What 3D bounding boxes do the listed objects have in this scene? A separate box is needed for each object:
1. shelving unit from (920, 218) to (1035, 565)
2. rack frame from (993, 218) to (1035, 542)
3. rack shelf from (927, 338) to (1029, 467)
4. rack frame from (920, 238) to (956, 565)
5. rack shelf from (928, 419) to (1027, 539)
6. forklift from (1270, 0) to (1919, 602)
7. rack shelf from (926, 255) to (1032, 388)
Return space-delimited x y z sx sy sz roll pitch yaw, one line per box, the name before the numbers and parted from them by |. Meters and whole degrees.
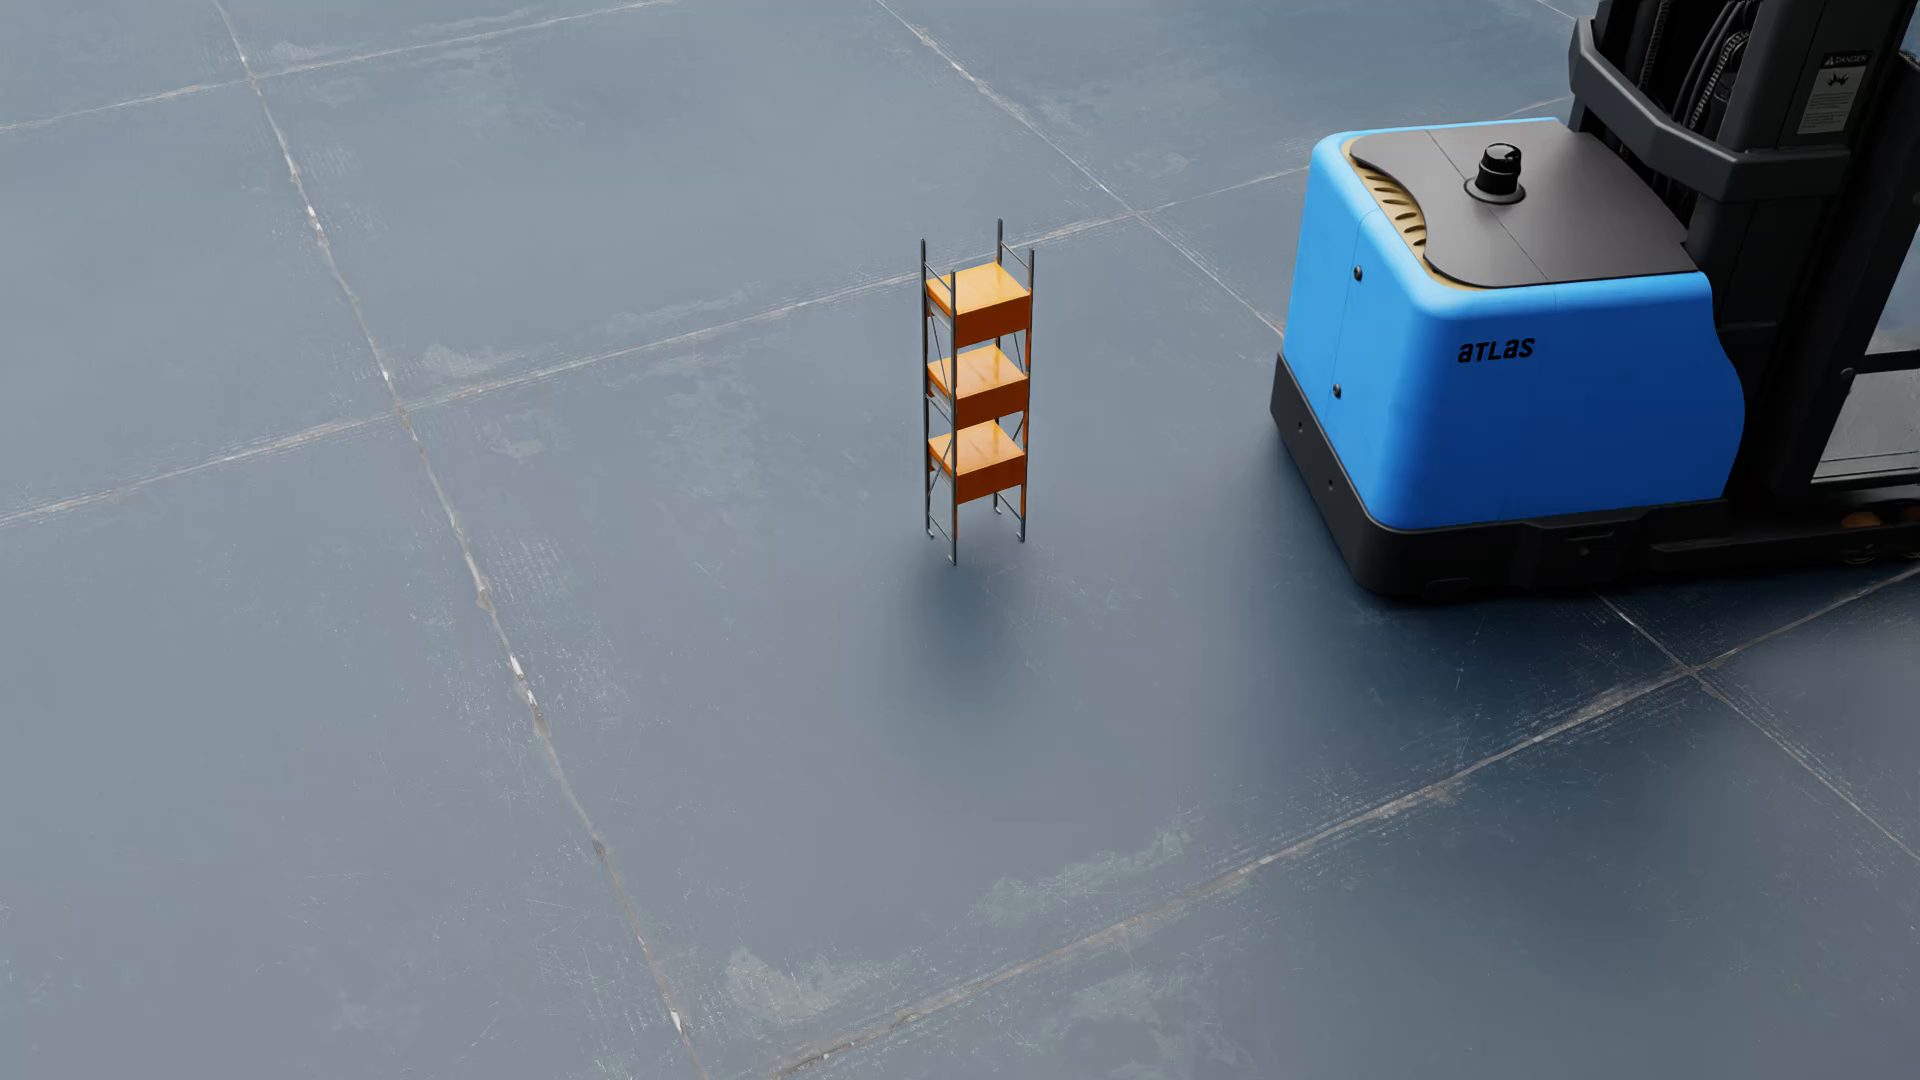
shelving unit | 0.047 -0.417 4.930 0.252 1.050 0.215 -19 44 -21
rack frame | 0.156 -0.453 4.973 0.008 1.050 0.200 -19 44 -21
rack shelf | 0.047 -0.409 4.937 0.240 0.259 0.215 -19 44 -21
rack frame | -0.061 -0.380 4.887 0.008 1.050 0.200 -19 44 -21
rack shelf | 0.047 -0.196 5.116 0.240 0.259 0.215 -19 44 -21
forklift | 2.617 -1.376 4.608 3.031 2.935 1.130 -6 41 -7
rack shelf | 0.047 -0.625 4.753 0.240 0.259 0.215 -19 44 -21
